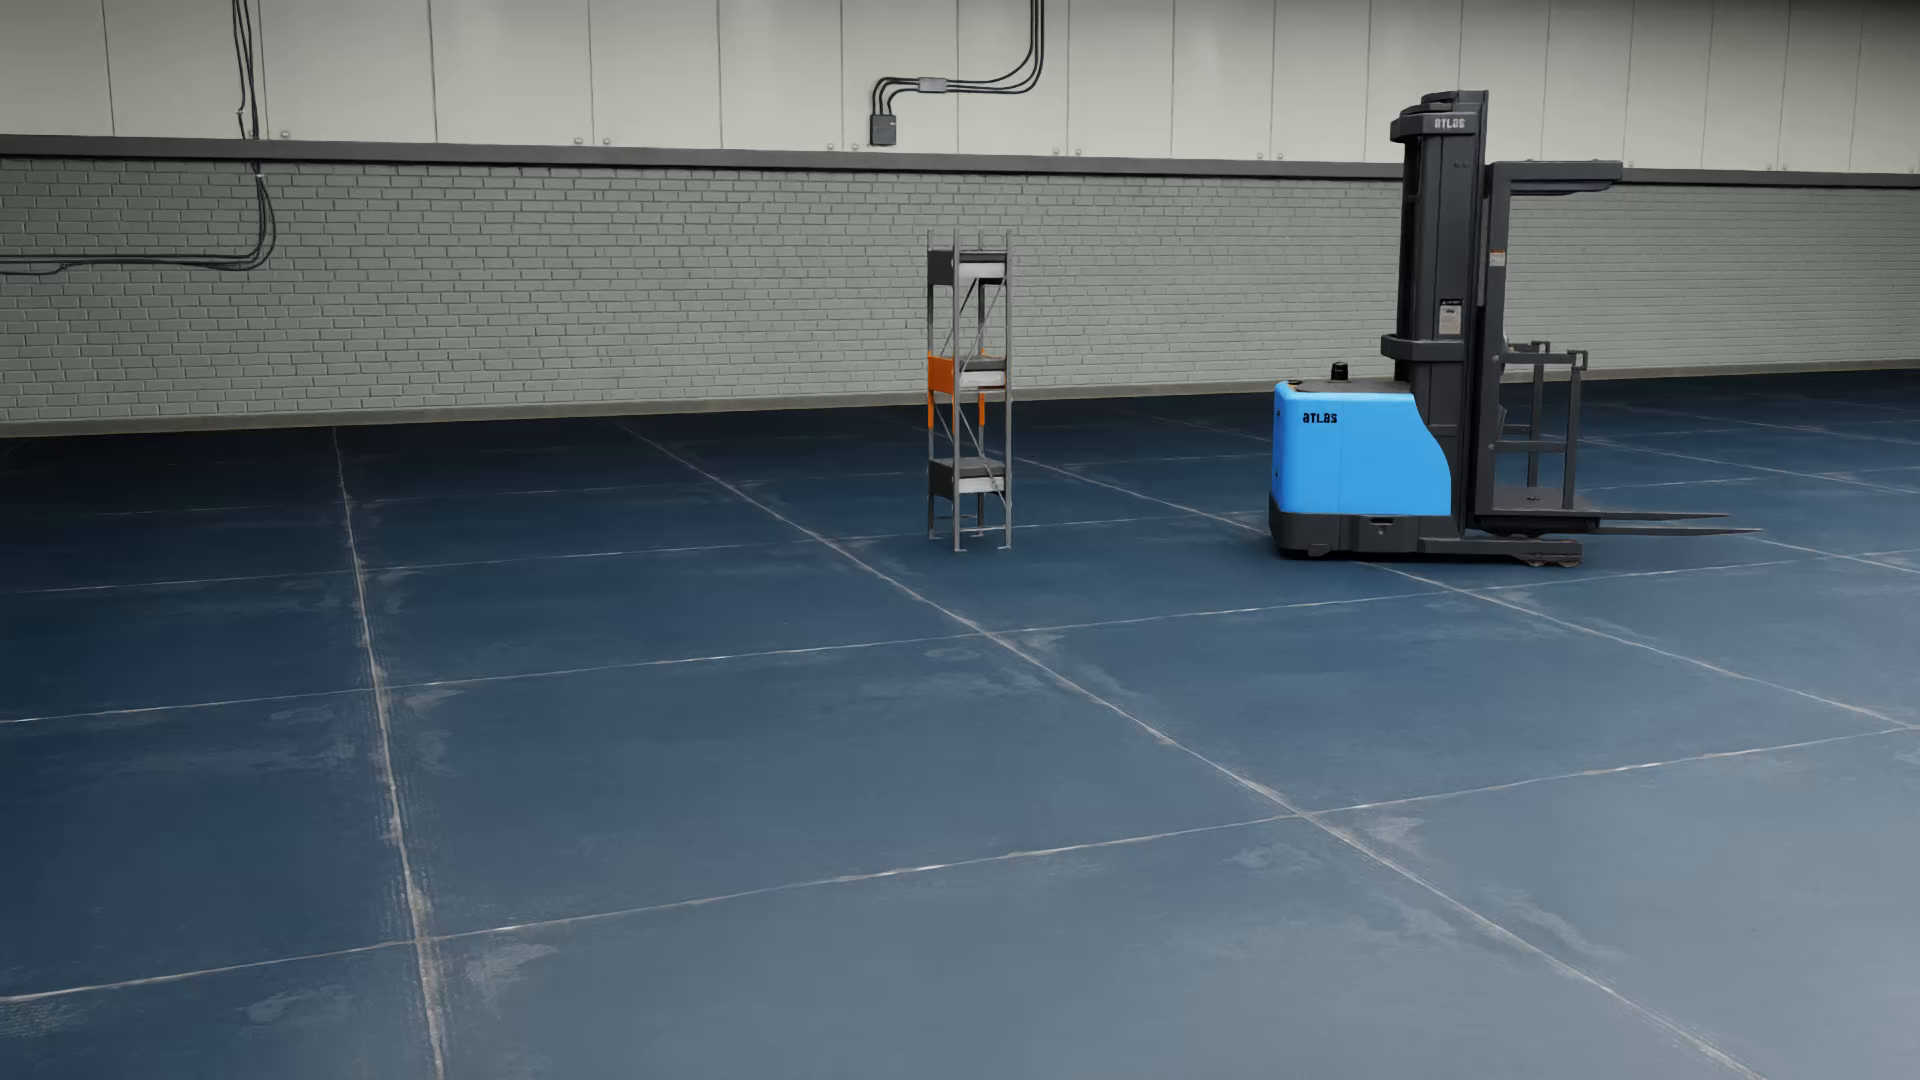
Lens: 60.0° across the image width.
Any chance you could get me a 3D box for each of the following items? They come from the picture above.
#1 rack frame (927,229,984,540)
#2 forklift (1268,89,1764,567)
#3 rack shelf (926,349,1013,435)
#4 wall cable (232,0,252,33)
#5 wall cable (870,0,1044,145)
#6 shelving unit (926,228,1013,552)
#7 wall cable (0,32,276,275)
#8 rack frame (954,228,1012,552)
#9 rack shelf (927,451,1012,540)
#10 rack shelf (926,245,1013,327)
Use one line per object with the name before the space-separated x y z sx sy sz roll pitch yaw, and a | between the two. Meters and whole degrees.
rack frame | -0.028 -1.047 11.308 0.400 2.100 0.015 -4 11 -21
forklift | 3.608 -1.373 10.768 3.031 2.935 1.130 1 10 6
rack shelf | 0.060 -0.993 11.087 0.431 0.518 0.480 -4 11 -21
wall cable | -6.332 -6.704 17.860 3.097 2.526 0.112 -4 11 -21
wall cable | 0.001 -7.849 20.140 2.305 6.003 0.169 -4 11 -21
shelving unit | 0.060 -1.007 11.084 0.431 2.100 0.503 -4 11 -21
wall cable | -8.853 -4.046 17.337 3.097 2.526 0.112 -4 11 -21
rack frame | 0.148 -0.967 10.860 0.400 2.100 0.015 -4 11 -21
rack shelf | 0.060 -0.304 11.209 0.431 0.518 0.480 -4 11 -21
rack shelf | 0.060 -1.683 10.964 0.431 0.518 0.480 -4 11 -21
